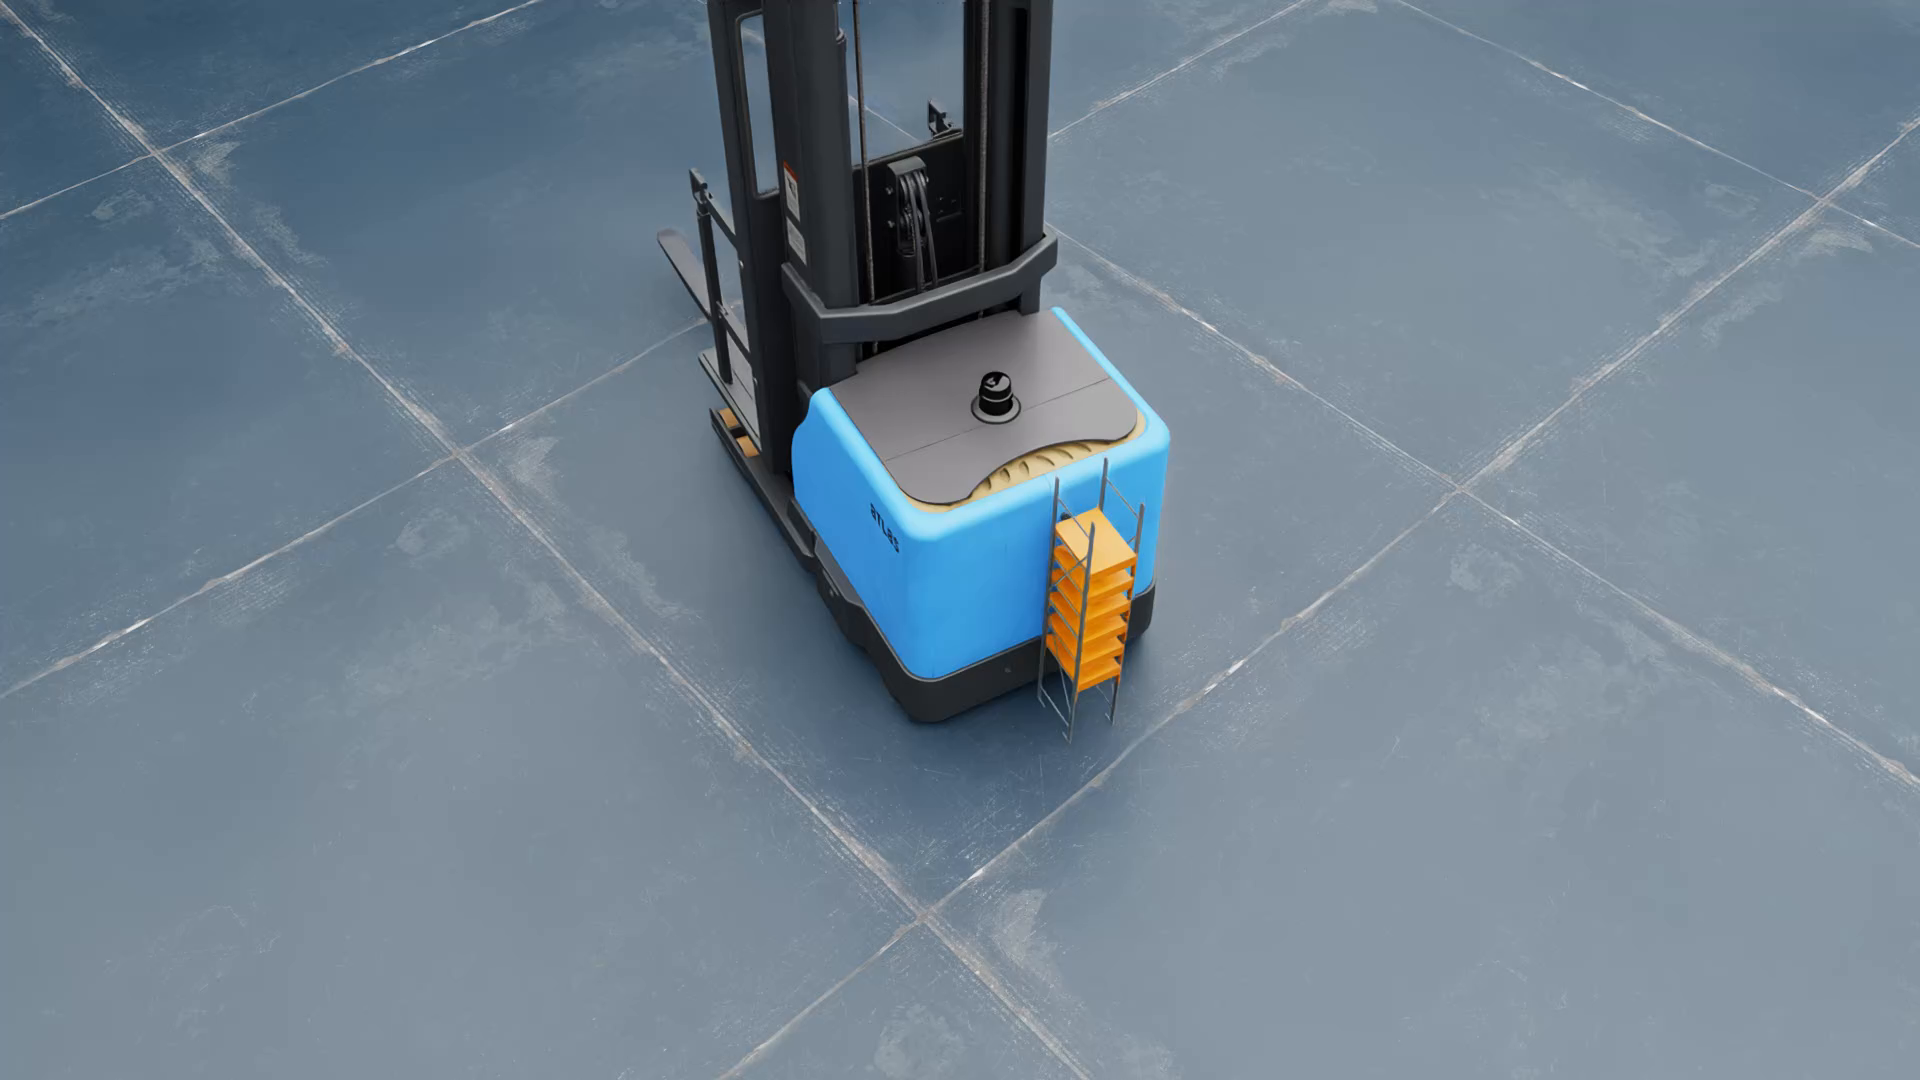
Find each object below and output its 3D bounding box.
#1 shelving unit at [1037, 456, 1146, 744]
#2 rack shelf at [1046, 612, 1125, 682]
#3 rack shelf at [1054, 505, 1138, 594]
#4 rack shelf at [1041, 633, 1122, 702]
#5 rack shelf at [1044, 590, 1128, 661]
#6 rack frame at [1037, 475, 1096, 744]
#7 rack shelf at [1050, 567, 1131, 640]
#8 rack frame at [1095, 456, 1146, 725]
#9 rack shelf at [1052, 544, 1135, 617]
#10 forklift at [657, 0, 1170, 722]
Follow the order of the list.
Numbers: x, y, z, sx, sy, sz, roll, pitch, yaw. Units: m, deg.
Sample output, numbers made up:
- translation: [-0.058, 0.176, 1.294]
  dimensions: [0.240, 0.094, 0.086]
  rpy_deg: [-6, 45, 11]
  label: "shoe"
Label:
- translation: [0.434, 0.237, 5.709]
  dimensions: [0.189, 1.200, 0.258]
  rpy_deg: [-22, 53, -19]
  label: "shelving unit"
- translation: [0.432, 0.346, 5.833]
  dimensions: [0.180, 0.103, 0.258]
  rpy_deg: [-22, 53, -19]
  label: "rack shelf"
- translation: [0.439, 0.030, 5.471]
  dimensions: [0.180, 0.103, 0.258]
  rpy_deg: [-22, 53, -19]
  label: "rack shelf"
- translation: [0.430, 0.424, 5.923]
  dimensions: [0.180, 0.103, 0.258]
  rpy_deg: [-22, 53, -19]
  label: "rack shelf"
- translation: [0.434, 0.267, 5.742]
  dimensions: [0.180, 0.103, 0.258]
  rpy_deg: [-22, 53, -19]
  label: "rack shelf"
- translation: [0.354, 0.269, 5.679]
  dimensions: [0.006, 1.200, 0.240]
  rpy_deg: [-22, 53, -19]
  label: "rack frame"
- translation: [0.435, 0.188, 5.652]
  dimensions: [0.180, 0.103, 0.258]
  rpy_deg: [-22, 53, -19]
  label: "rack shelf"
- translation: [0.515, 0.205, 5.738]
  dimensions: [0.006, 1.200, 0.240]
  rpy_deg: [-22, 53, -19]
  label: "rack frame"
- translation: [0.437, 0.109, 5.561]
  dimensions: [0.180, 0.103, 0.258]
  rpy_deg: [-22, 53, -19]
  label: "rack shelf"
- translation: [-0.406, -1.419, 6.065]
  dimensions: [1.130, 2.935, 3.031]
  rpy_deg: [-22, 51, -19]
  label: "forklift"
